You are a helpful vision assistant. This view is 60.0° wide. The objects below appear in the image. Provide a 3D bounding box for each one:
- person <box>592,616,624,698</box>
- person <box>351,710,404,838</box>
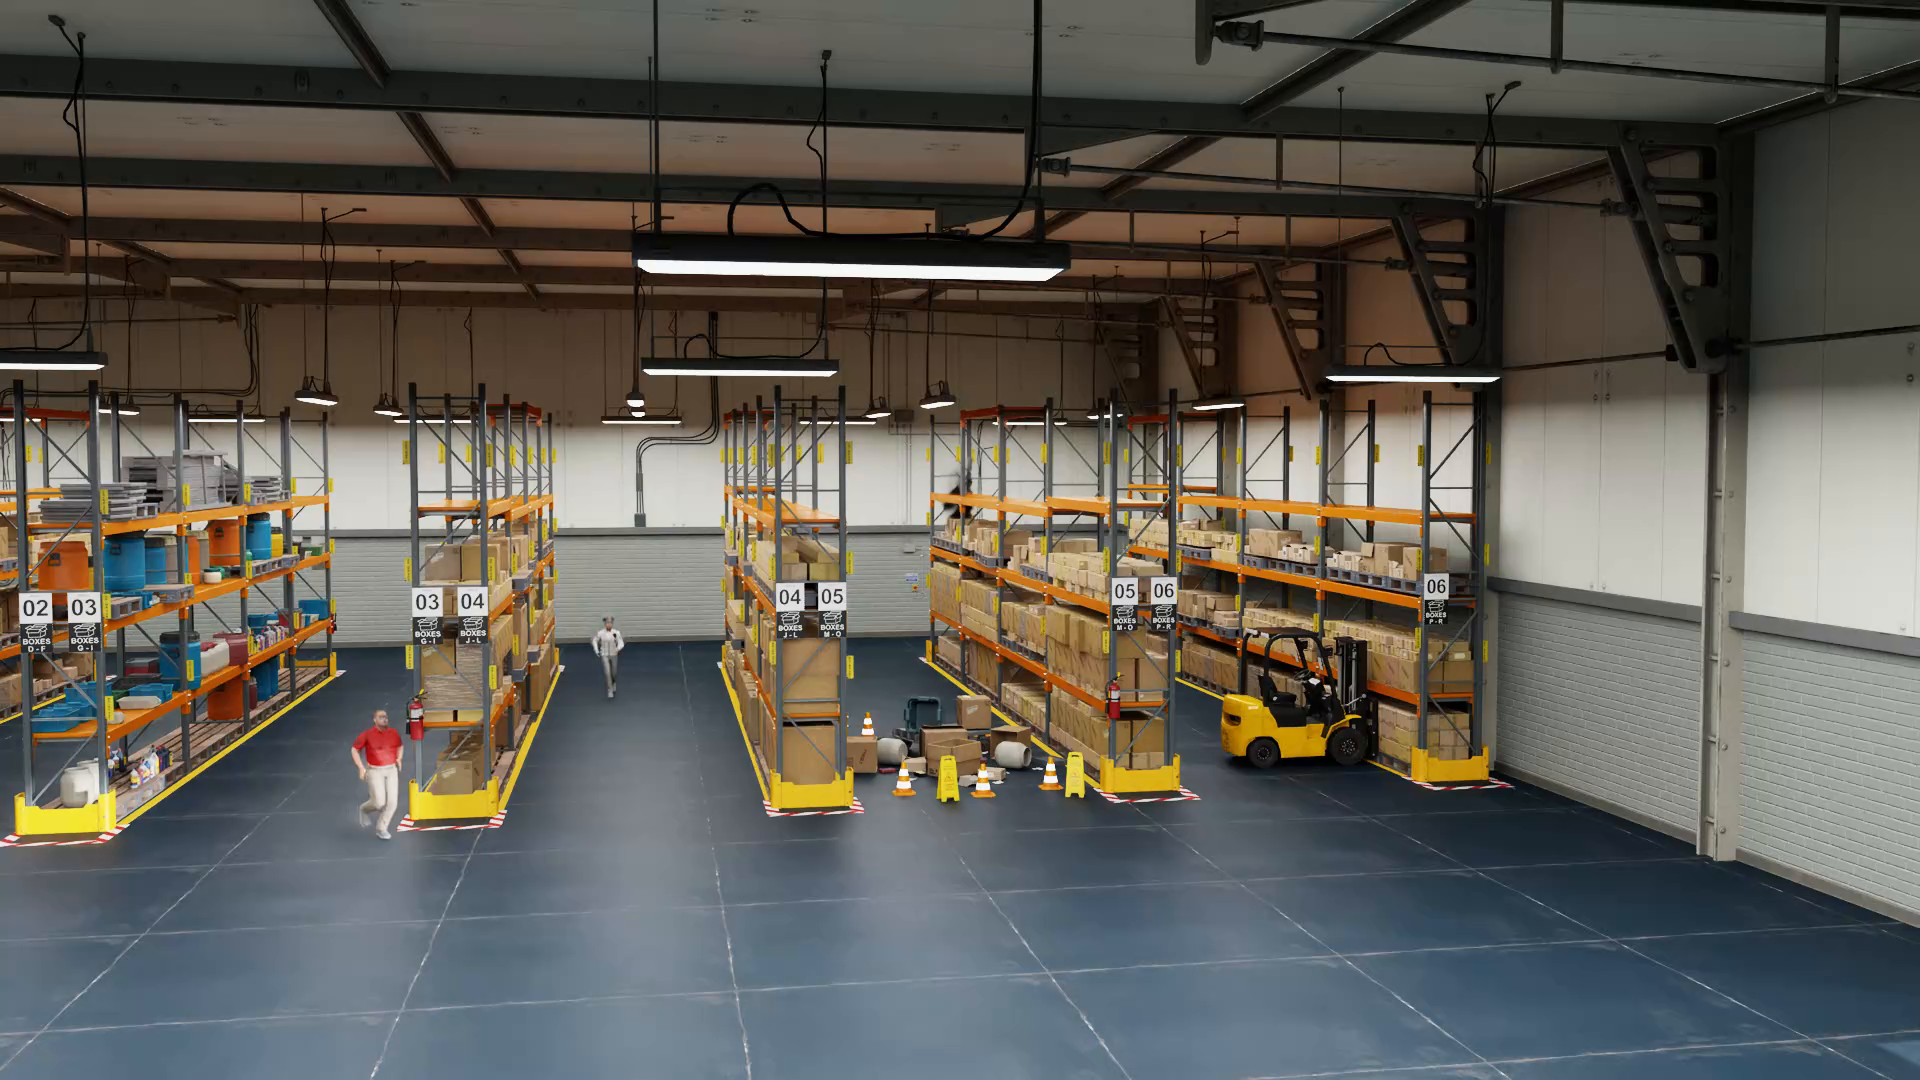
[{"bbox_3d":[-7.307,2.414,34.548,0.647,1.665,0.836,-1,3,-16],"label":"person"},{"bbox_3d":[-7.598,3.067,21.827,0.676,1.680,0.603,-3,4,-43],"label":"person"}]
